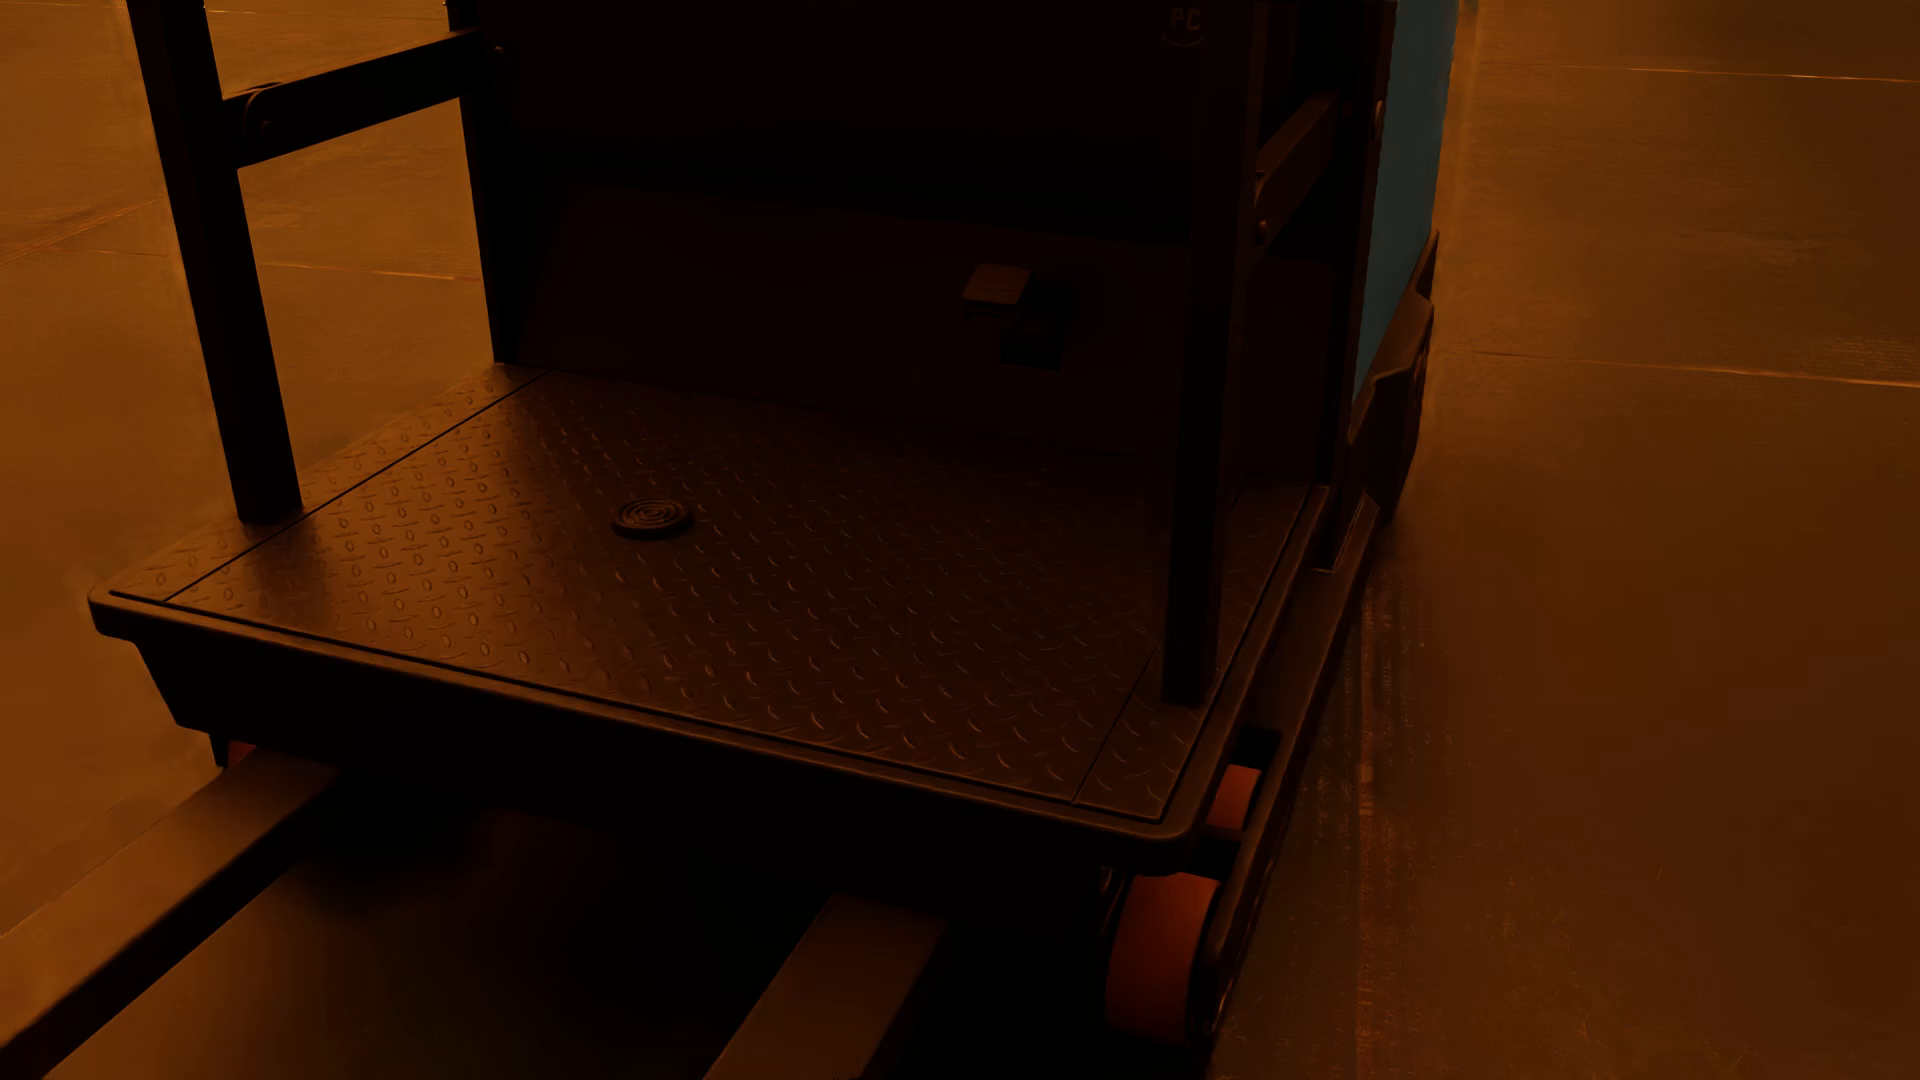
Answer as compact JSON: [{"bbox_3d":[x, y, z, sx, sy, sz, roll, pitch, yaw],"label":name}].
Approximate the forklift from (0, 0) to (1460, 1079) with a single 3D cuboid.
[{"bbox_3d":[-0.172,-1.047,1.321,1.130,2.935,3.031,10,28,18],"label":"forklift"}]
